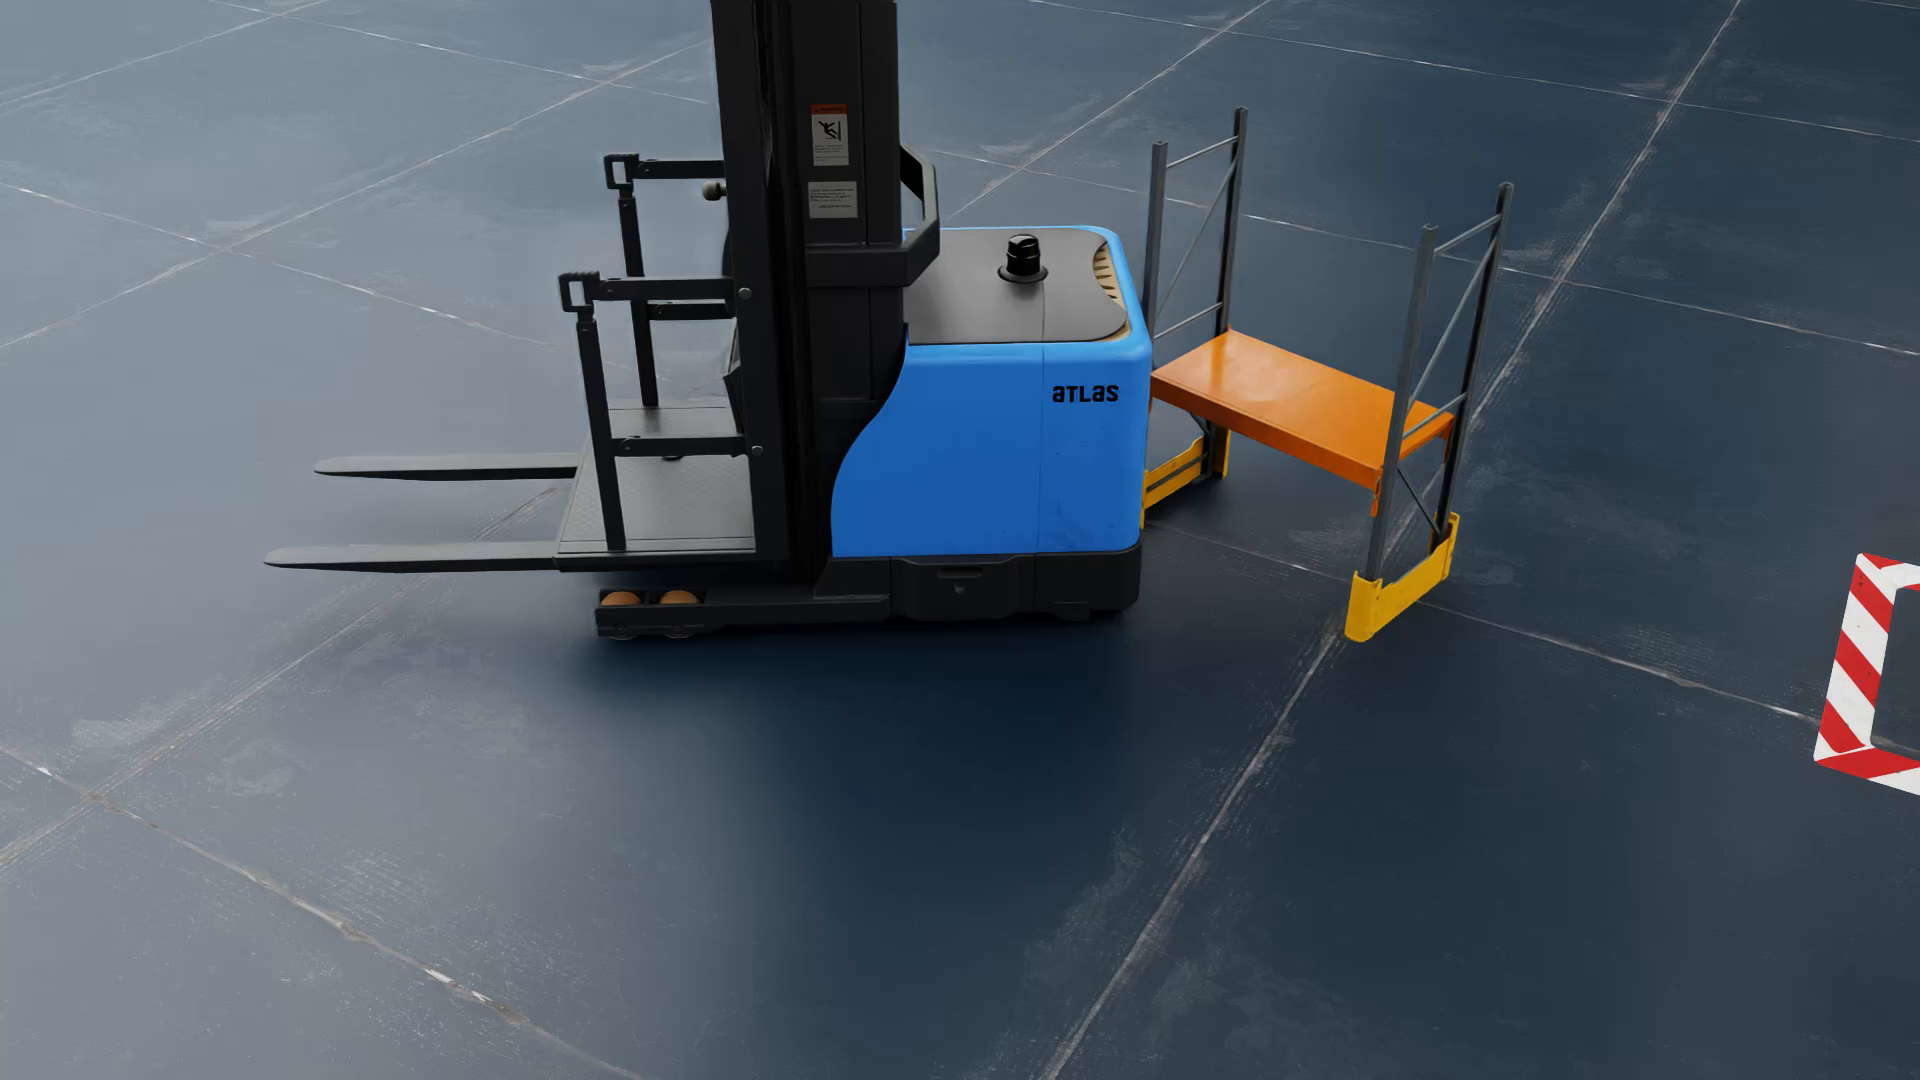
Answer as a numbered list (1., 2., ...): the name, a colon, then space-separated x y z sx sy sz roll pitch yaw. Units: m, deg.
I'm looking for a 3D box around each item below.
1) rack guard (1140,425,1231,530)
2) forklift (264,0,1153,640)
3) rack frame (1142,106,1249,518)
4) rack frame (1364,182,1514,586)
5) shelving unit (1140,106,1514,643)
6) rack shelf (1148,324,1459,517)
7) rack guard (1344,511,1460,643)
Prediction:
1. rack guard: 0.839 -0.263 6.419 0.087 0.250 0.587 28 43 35
2. forklift: -0.903 -1.175 5.370 3.031 2.935 1.130 -1 34 -2
3. rack frame: 0.825 -0.790 6.084 0.032 1.500 0.500 28 43 35
4. rack frame: 1.557 -0.399 5.496 0.032 1.500 0.500 28 43 35
5. shelving unit: 1.198 -0.591 5.784 1.083 1.500 0.587 28 43 35
6. rack shelf: 1.191 -0.445 5.889 1.000 0.185 0.538 28 43 35
7. rack guard: 1.556 0.121 5.843 0.087 0.250 0.587 28 43 35
